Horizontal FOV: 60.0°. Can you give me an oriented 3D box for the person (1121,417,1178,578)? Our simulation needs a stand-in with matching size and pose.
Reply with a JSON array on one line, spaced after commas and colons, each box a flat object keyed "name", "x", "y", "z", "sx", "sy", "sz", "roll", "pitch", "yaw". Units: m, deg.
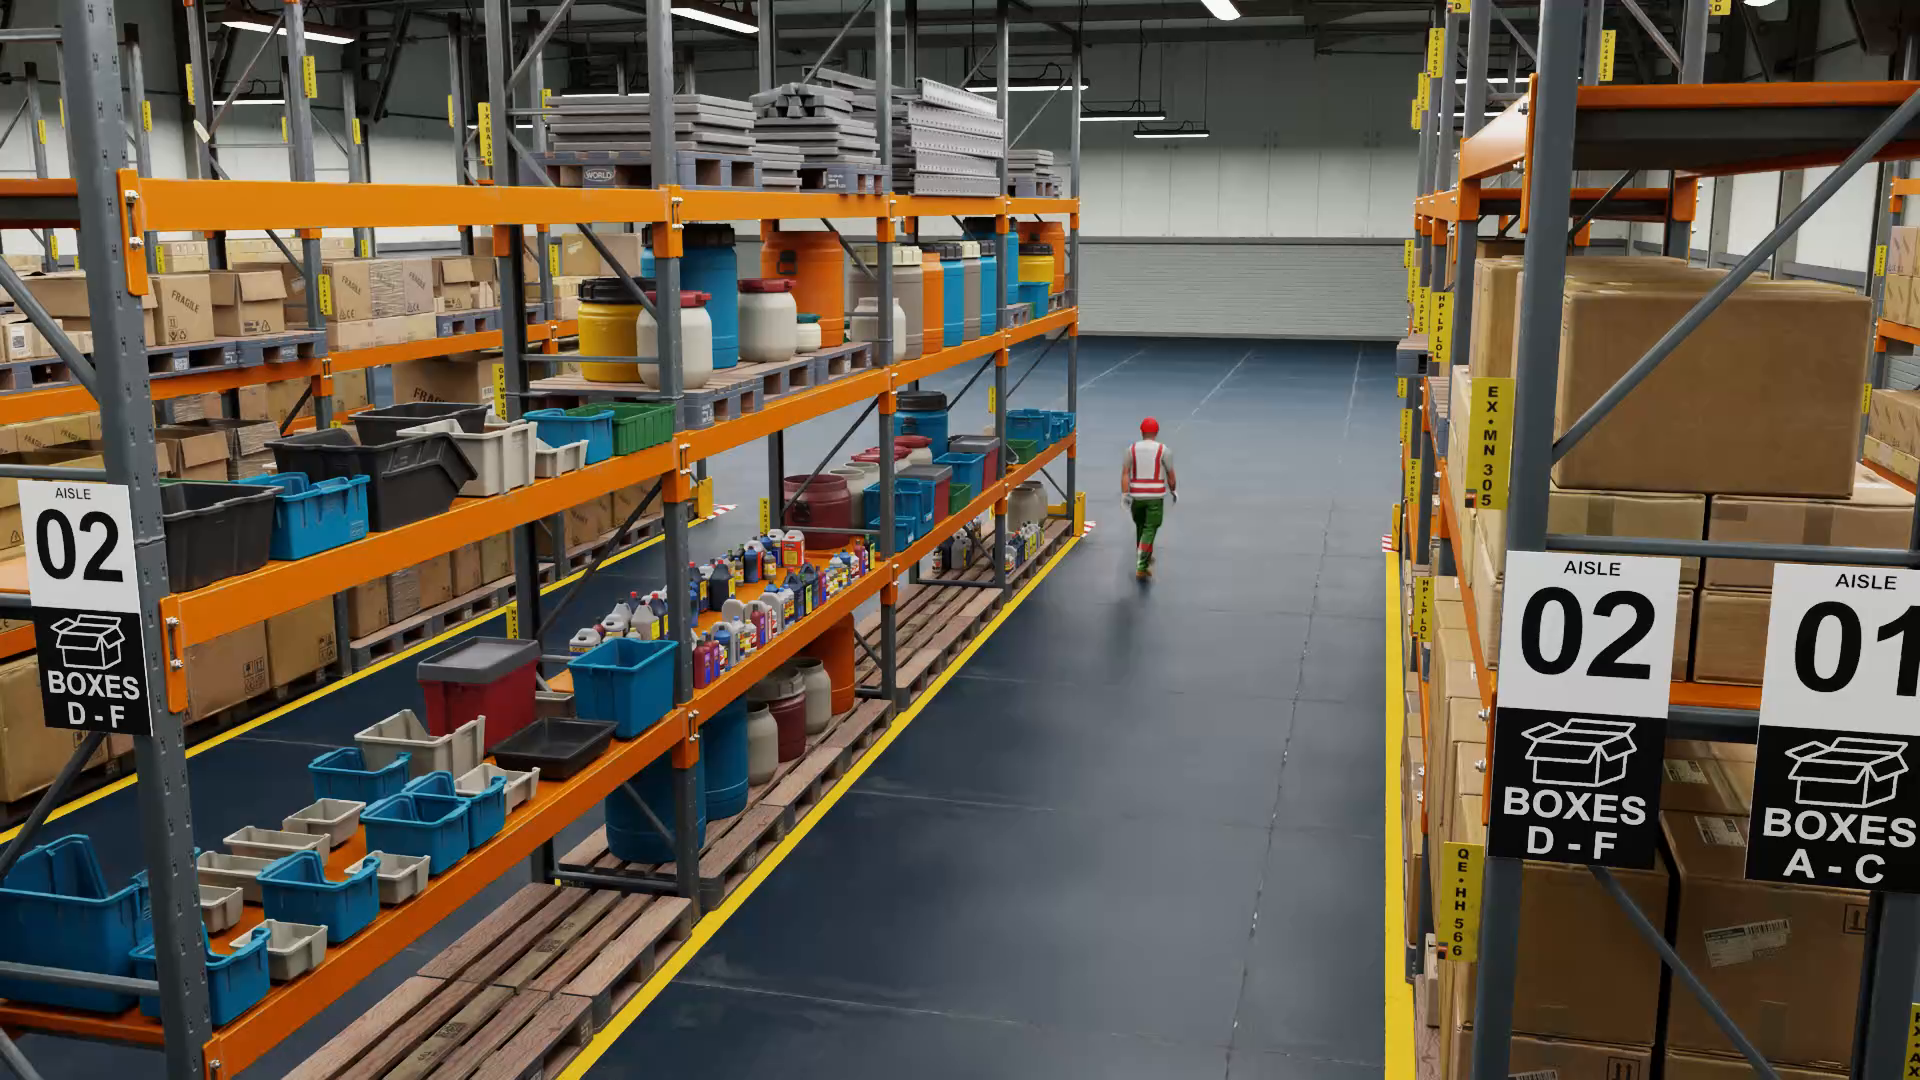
[{"name": "person", "x": 2.102, "y": -0.507, "z": 18.380, "sx": 0.559, "sy": 1.724, "sz": 1.069, "roll": 4, "pitch": 12, "yaw": 20}]
